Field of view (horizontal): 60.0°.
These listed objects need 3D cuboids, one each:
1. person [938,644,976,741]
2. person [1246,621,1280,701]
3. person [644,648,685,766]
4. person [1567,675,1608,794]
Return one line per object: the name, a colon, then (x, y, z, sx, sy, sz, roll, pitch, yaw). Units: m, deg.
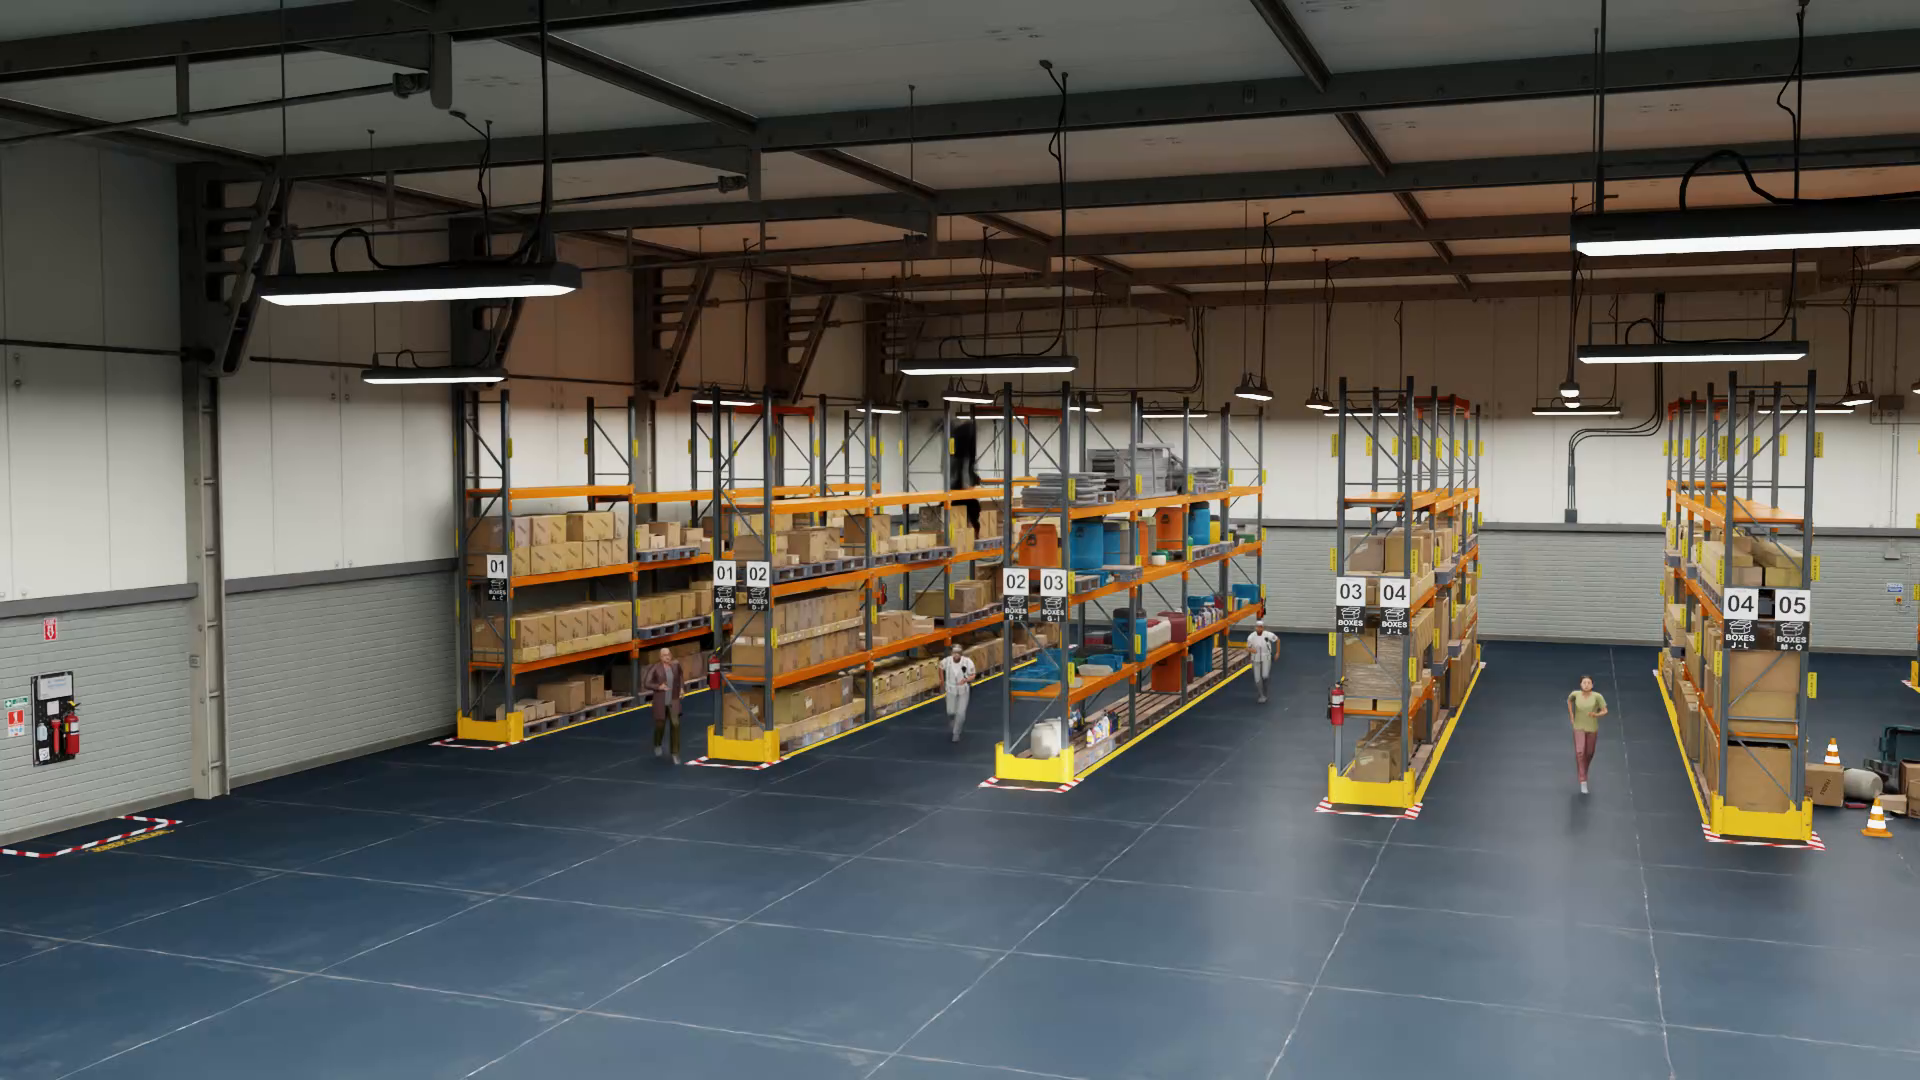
person: (-0.055, 2.600, 28.464, 0.652, 1.701, 0.745, 0, 3, 1)
person: (5.946, 2.393, 32.709, 0.644, 1.617, 0.648, 1, 3, 17)
person: (-4.717, 2.636, 26.593, 0.713, 1.842, 0.941, -1, 3, -24)
person: (9.249, 2.832, 24.524, 0.531, 1.718, 1.007, 1, 3, 14)
